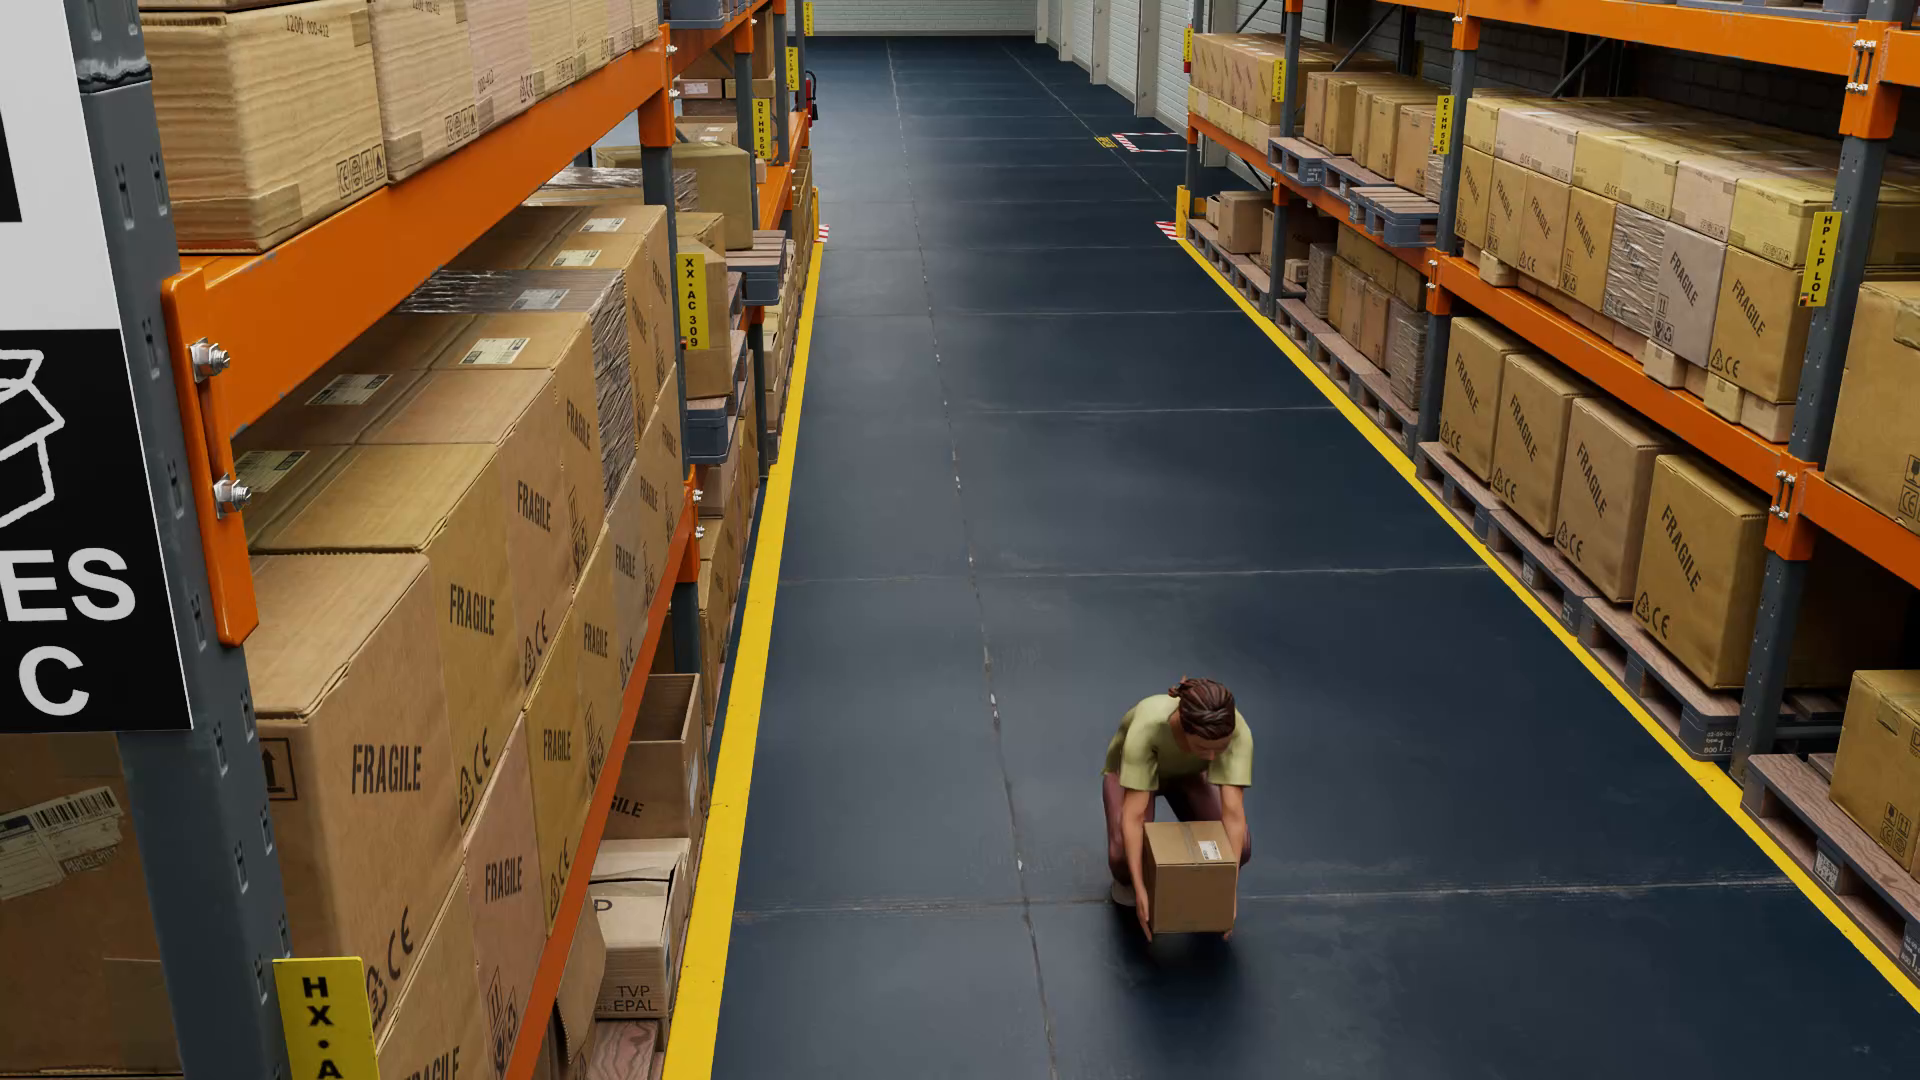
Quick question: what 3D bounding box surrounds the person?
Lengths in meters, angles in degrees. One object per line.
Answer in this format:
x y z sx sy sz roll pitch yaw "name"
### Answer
0.710 0.824 5.466 0.473 0.921 0.803 -1 21 -4 "person"
